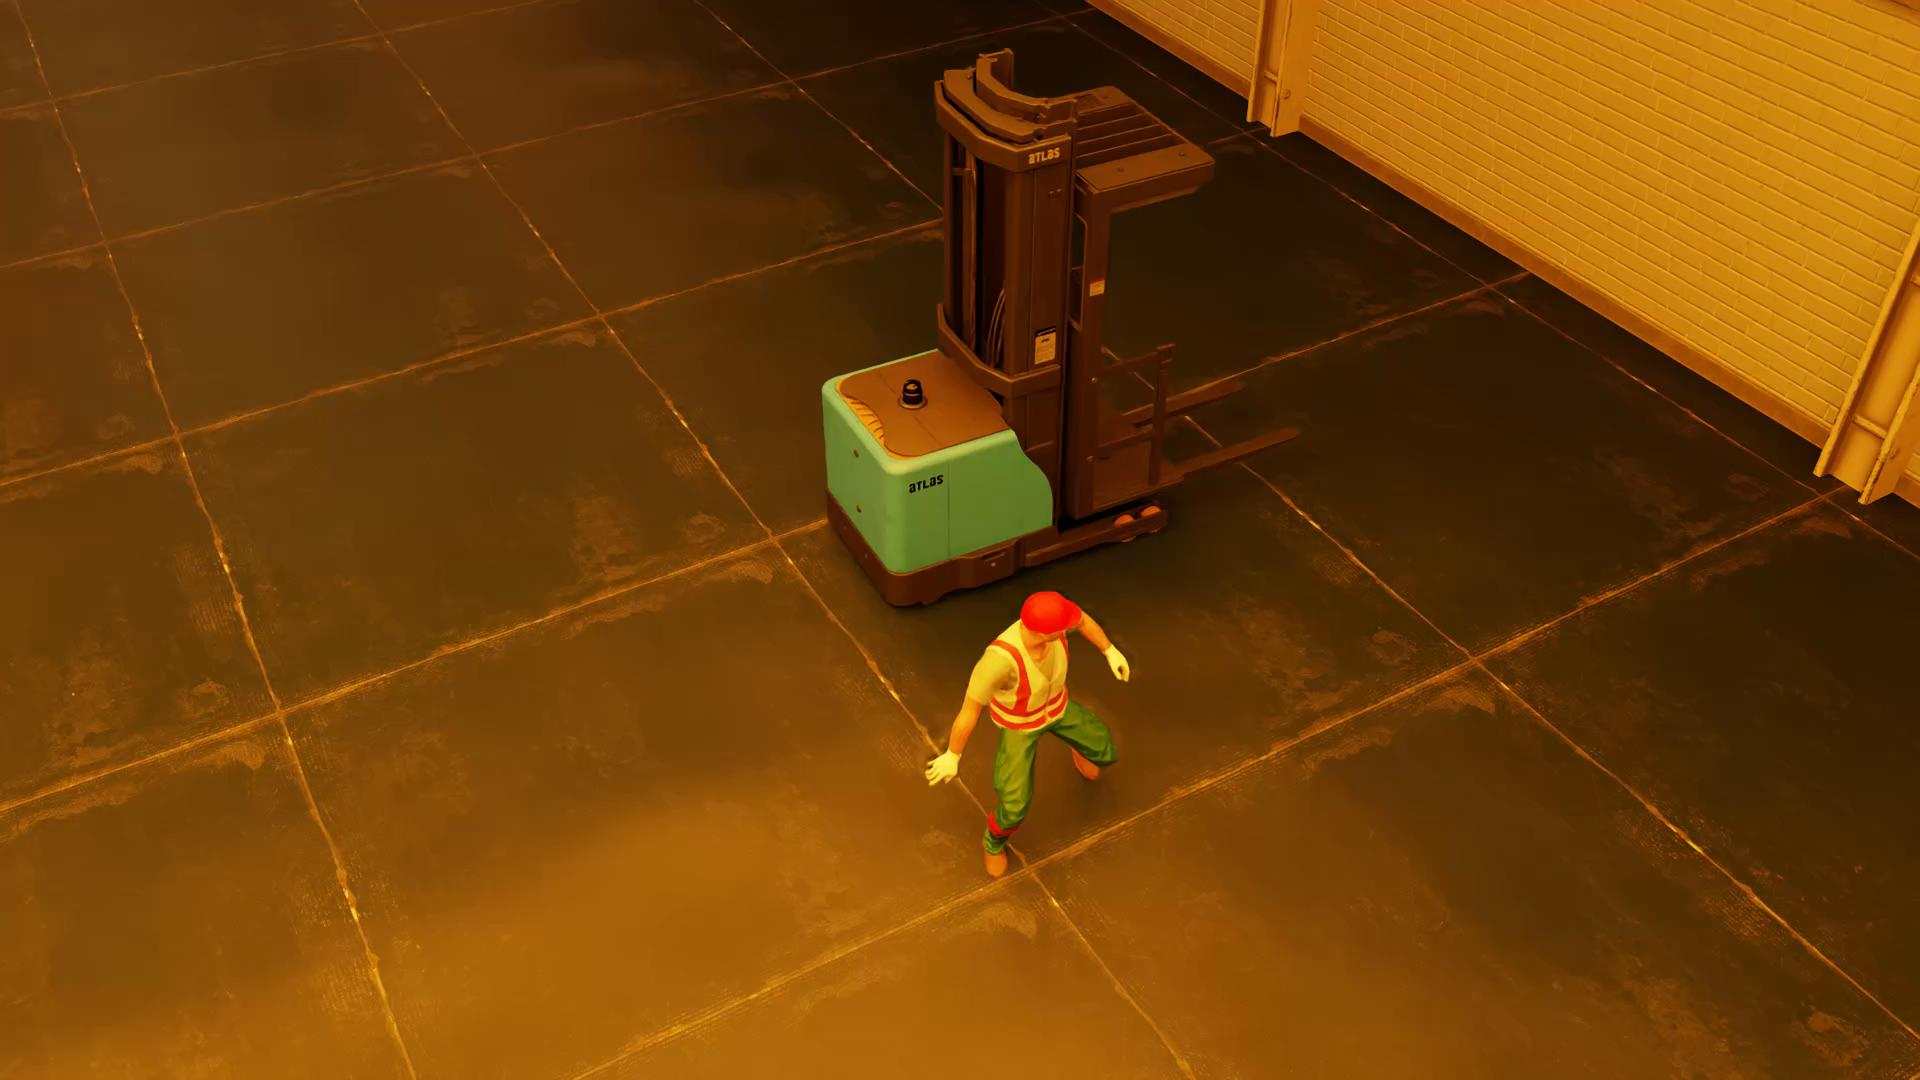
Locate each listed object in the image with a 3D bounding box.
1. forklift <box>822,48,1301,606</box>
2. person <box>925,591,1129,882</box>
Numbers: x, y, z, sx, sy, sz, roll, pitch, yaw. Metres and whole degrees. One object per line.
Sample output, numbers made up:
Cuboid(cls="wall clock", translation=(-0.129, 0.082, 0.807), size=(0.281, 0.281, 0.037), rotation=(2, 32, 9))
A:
Cuboid(cls="forklift", translation=(0.721, -1.399, 9.723), size=(3.031, 2.935, 1.130), rotation=(-18, 43, -21))
Cuboid(cls="person", translation=(0.337, 0.871, 8.046), size=(1.158, 1.655, 0.505), rotation=(-24, 46, -27))
